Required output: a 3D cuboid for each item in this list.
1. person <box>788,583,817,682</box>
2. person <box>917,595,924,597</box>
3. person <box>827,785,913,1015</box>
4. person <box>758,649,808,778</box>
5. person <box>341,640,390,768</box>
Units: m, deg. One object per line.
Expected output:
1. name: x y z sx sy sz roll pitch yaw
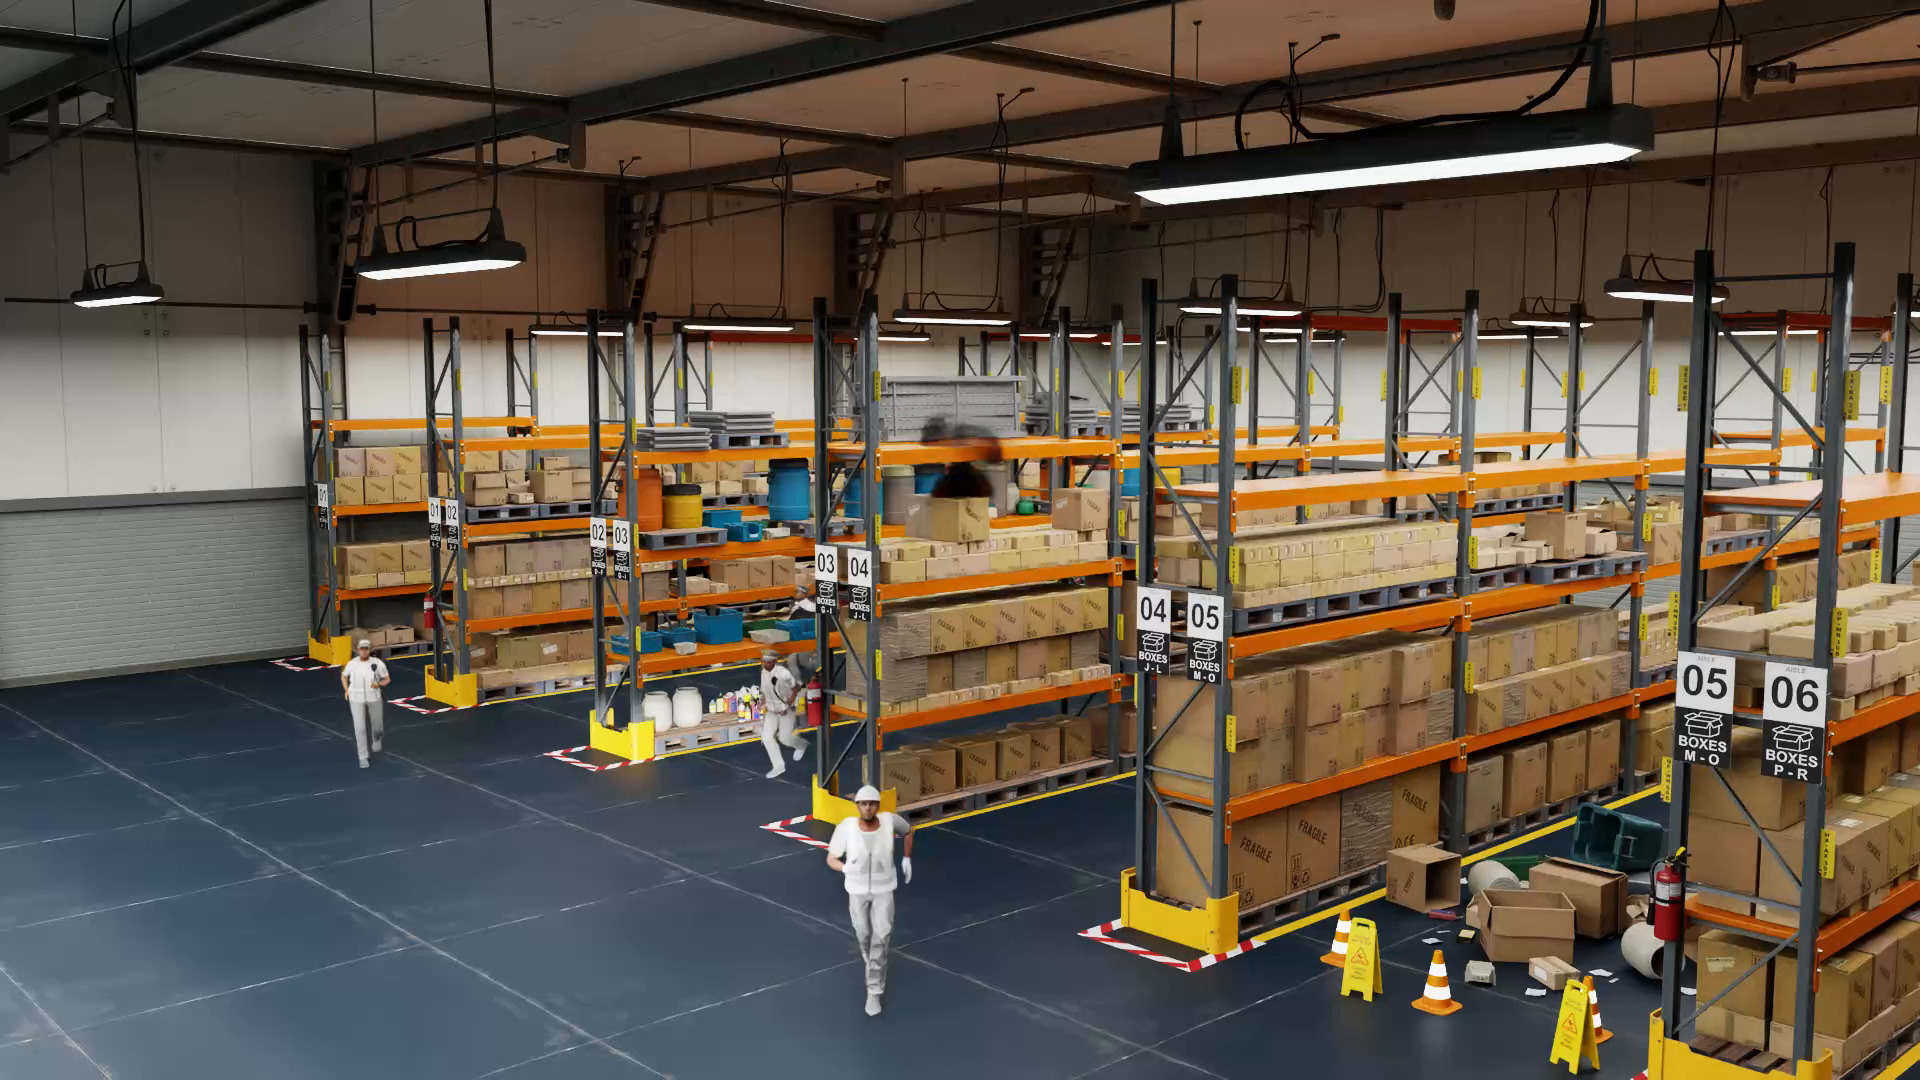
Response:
1. person: -2.502 1.580 26.913 0.829 1.789 0.654 -5 7 -38
2. person: -0.991 1.251 30.001 0.676 1.802 0.854 5 7 39
3. person: -0.738 2.920 13.711 0.702 1.865 0.848 0 6 -1
4. person: -2.171 2.106 20.649 0.546 1.613 0.841 4 7 32
5. person: -7.848 2.127 21.977 0.619 1.639 0.870 -2 6 -19
